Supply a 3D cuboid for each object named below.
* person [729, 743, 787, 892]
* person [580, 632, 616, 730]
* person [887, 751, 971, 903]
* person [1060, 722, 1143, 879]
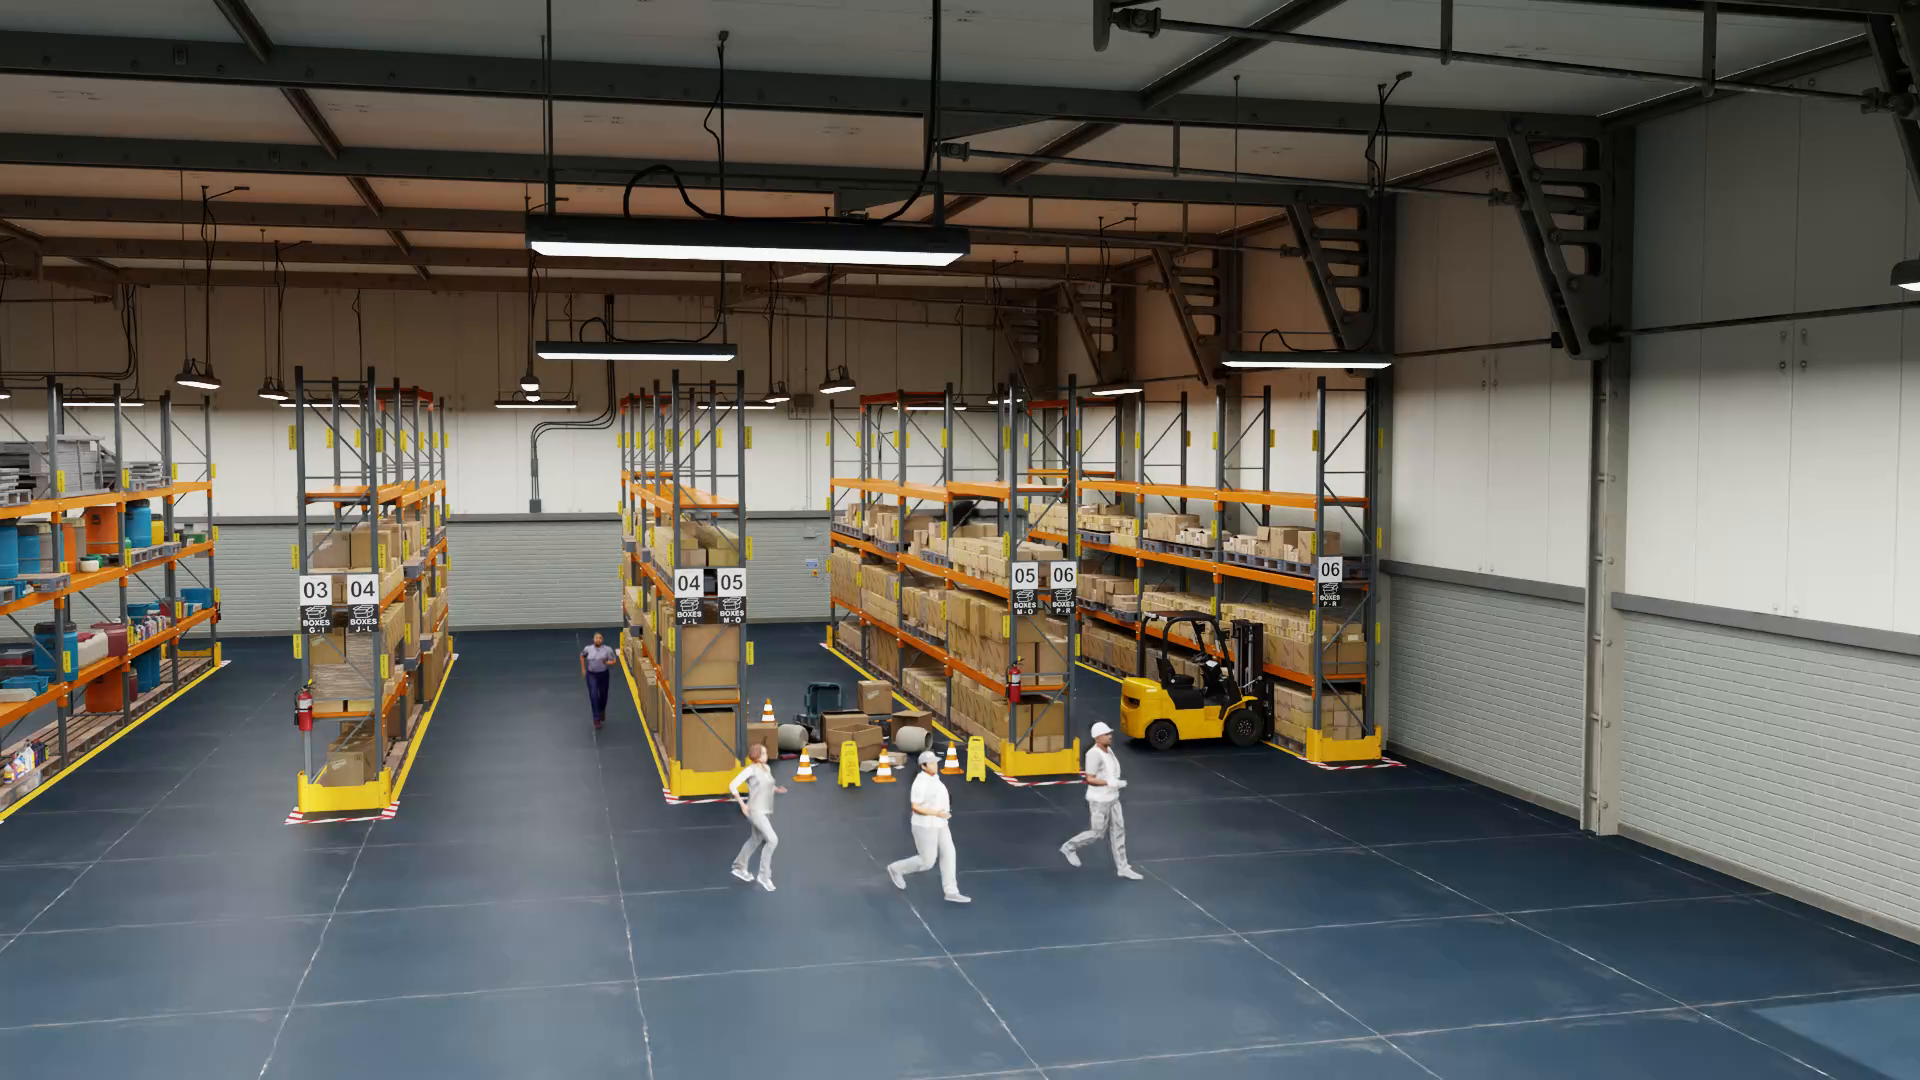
[{"bbox_3d":[-2.255,3.092,18.583,0.710,1.644,0.505,1,4,18],"label":"person"},{"bbox_3d":[-6.320,2.421,29.087,0.599,1.651,0.937,-1,4,-17],"label":"person"},{"bbox_3d":[-0.320,3.104,18.069,0.932,1.633,0.621,2,4,25],"label":"person"},{"bbox_3d":[1.633,2.962,18.964,0.958,1.774,0.682,2,4,28],"label":"person"}]
